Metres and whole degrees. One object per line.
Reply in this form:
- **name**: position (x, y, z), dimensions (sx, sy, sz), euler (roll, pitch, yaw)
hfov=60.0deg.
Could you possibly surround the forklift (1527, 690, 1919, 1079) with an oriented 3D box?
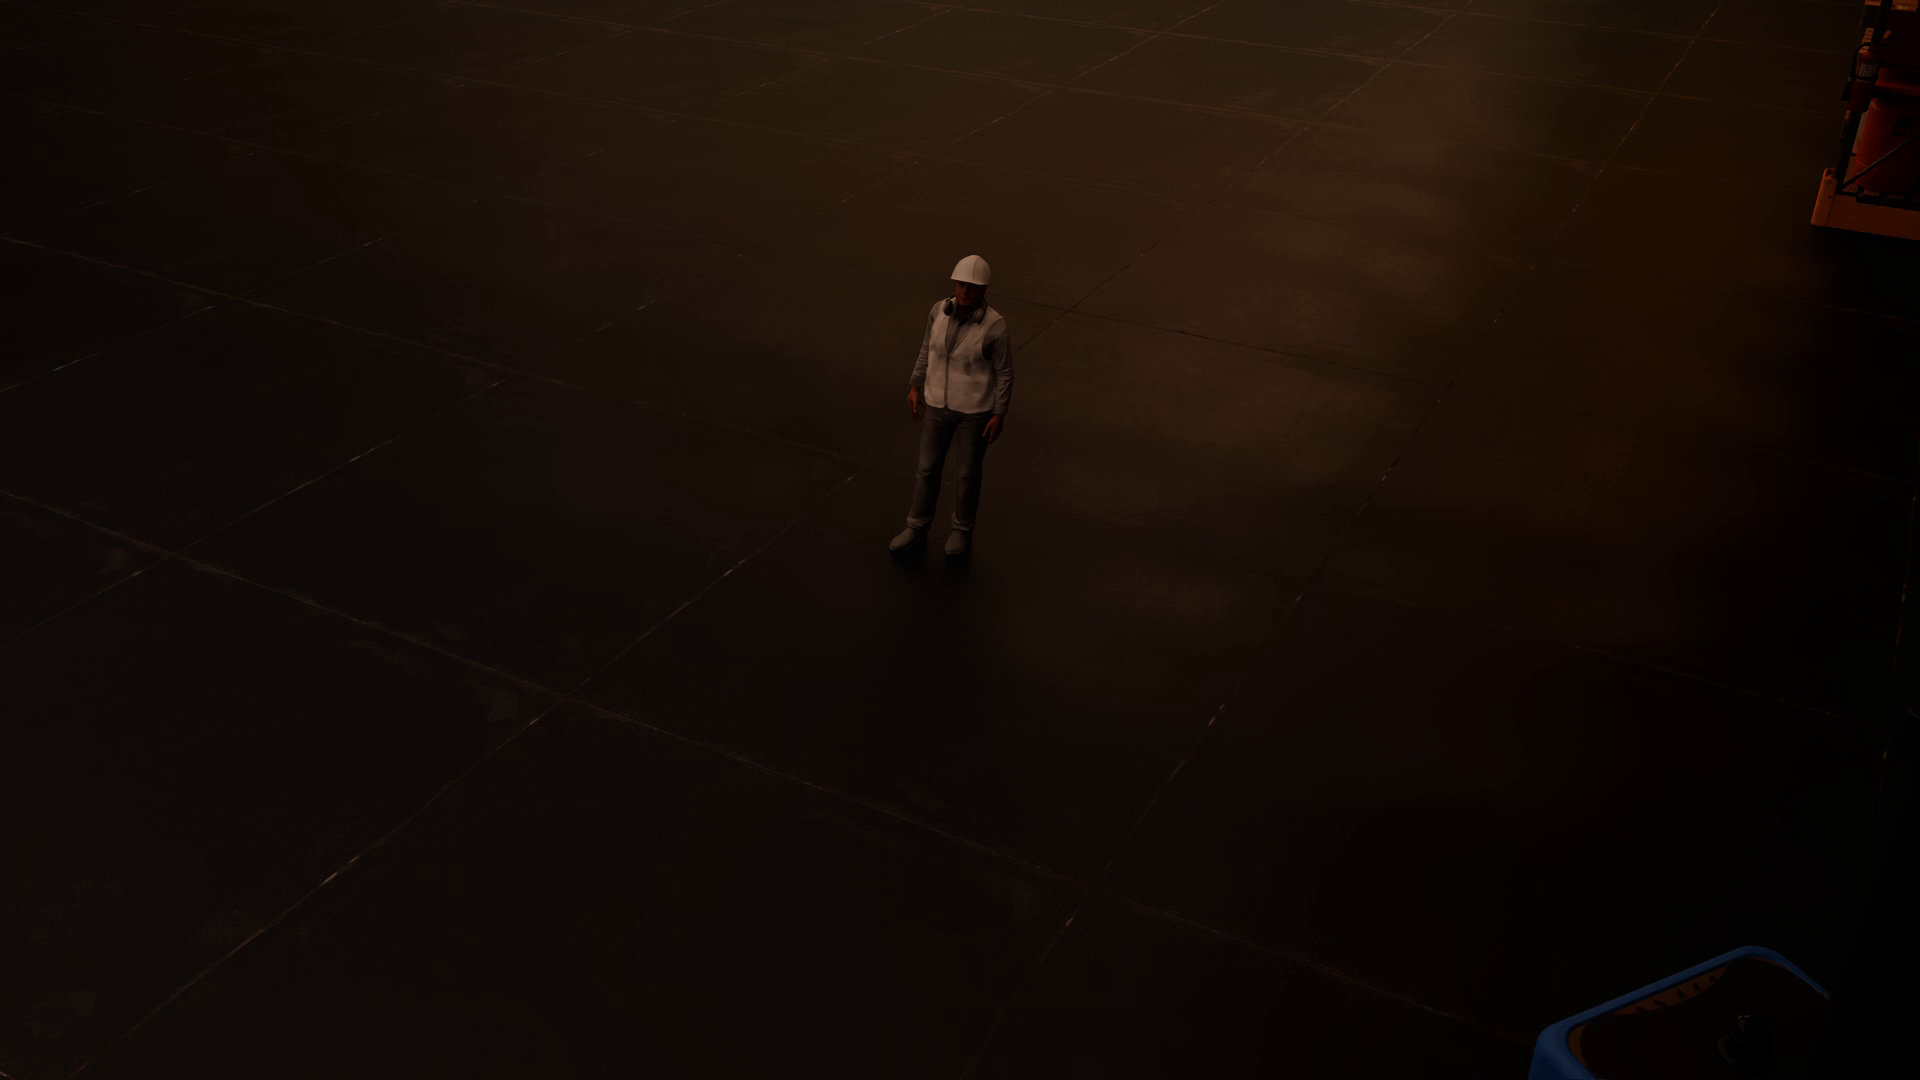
- **forklift**: position (2.868, 1.761, 4.020), dimensions (1.130, 2.935, 3.031), euler (-13, 33, -22)

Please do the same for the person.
- **person**: position (-0.037, -0.750, 9.512), dimensions (0.632, 1.773, 0.568), euler (15, 33, 25)
